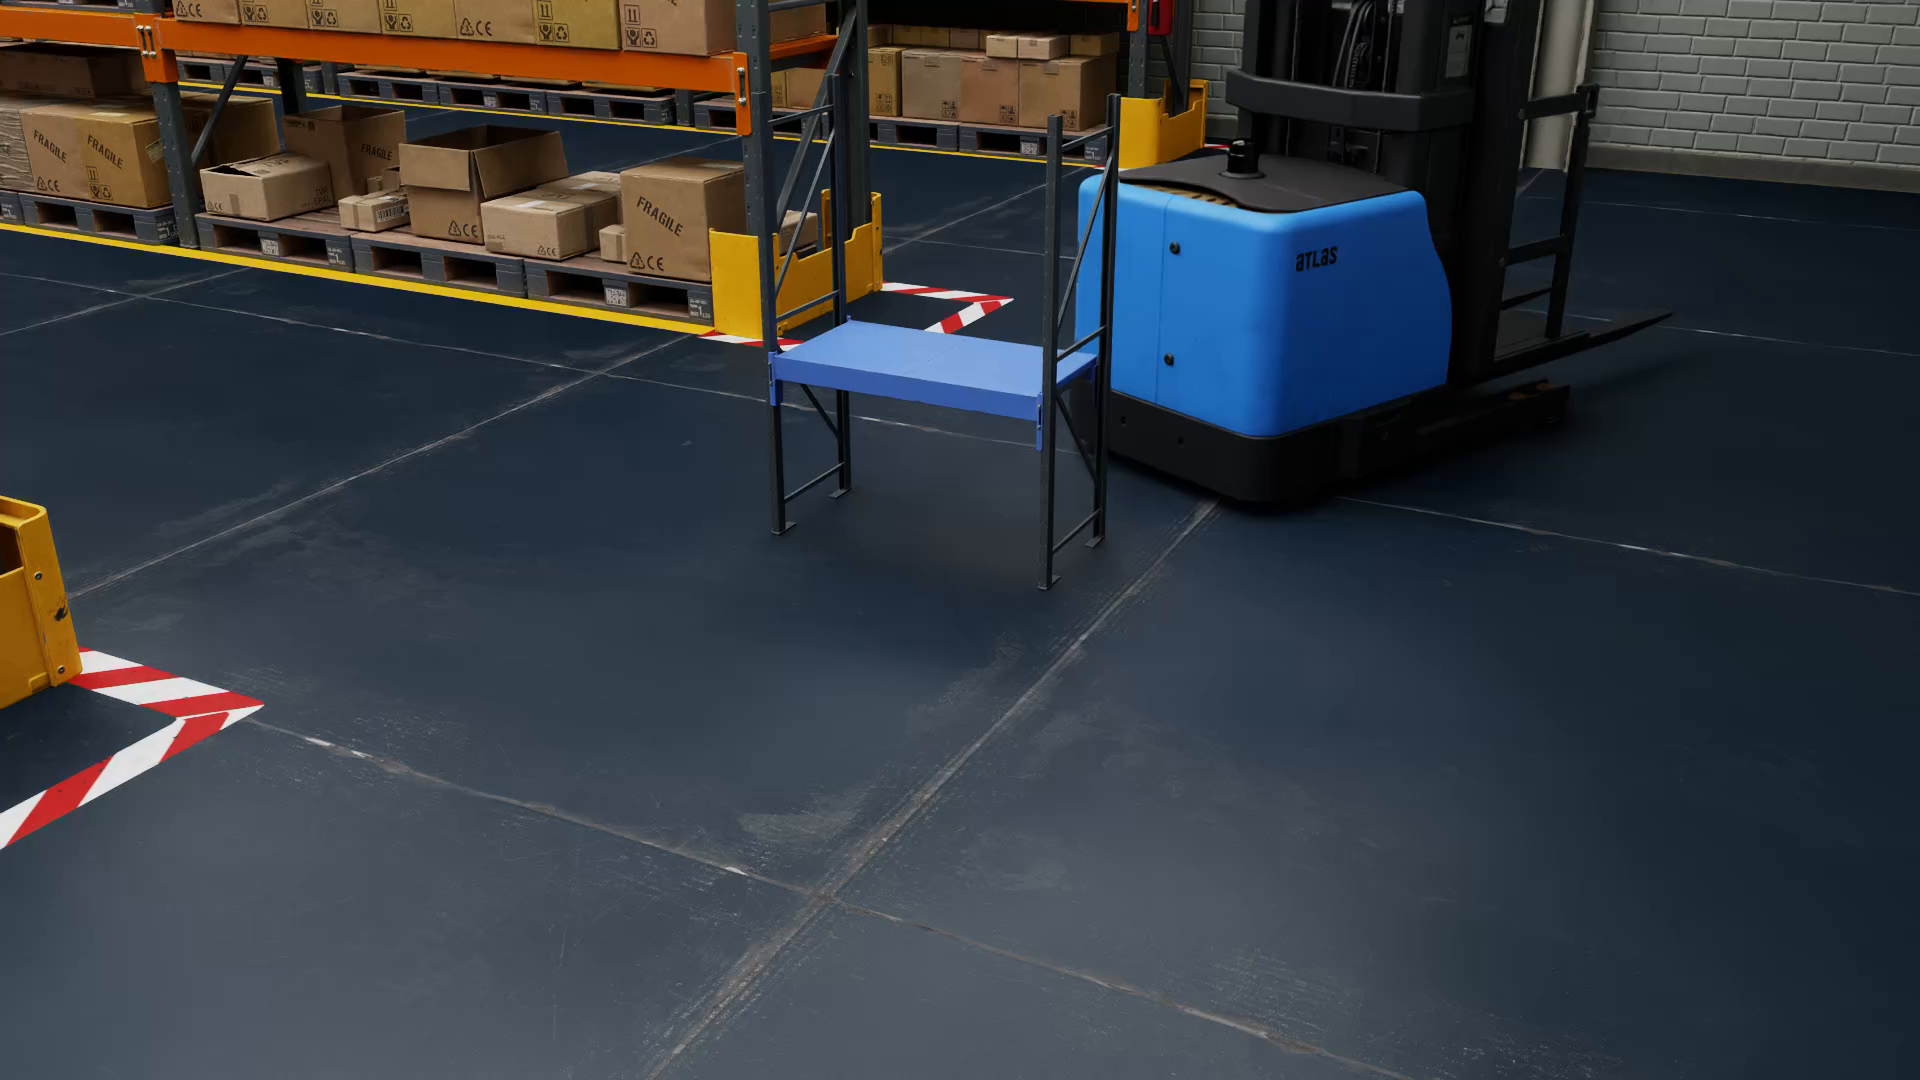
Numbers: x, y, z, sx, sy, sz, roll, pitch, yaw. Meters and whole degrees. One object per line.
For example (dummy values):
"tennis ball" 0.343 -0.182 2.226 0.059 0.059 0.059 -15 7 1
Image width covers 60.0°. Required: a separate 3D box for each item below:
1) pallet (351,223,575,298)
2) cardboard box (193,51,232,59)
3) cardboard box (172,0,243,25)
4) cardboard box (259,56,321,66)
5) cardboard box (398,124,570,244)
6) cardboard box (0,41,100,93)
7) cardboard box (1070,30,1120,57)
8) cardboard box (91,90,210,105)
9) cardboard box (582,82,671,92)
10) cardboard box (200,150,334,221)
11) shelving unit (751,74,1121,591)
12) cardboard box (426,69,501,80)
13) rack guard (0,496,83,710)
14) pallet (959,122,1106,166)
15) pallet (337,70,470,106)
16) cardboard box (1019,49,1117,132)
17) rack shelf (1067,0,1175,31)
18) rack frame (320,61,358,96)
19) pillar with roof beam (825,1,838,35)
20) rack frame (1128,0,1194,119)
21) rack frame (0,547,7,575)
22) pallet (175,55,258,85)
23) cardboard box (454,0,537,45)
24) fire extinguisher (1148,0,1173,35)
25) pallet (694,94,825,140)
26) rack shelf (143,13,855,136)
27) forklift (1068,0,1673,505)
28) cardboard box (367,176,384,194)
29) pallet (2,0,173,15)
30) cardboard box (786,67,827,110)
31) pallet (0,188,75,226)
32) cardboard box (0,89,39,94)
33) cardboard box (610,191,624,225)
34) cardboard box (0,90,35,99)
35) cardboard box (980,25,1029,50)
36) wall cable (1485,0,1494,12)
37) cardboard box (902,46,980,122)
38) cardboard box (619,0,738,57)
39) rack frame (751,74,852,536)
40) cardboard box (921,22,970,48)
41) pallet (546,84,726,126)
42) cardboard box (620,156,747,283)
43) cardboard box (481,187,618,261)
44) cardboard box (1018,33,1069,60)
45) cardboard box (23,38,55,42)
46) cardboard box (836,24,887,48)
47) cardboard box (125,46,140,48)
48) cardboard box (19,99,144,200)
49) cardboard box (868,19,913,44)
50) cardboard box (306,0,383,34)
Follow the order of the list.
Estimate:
"pallet" -2.606 -1.645 9.349 1.213 0.211 1.003 11 25 25
"cardboard box" -7.179 -5.072 16.477 0.500 0.500 0.700 11 25 24
"cardboard box" -3.980 -3.126 9.139 0.500 0.500 0.500 12 26 26
"cardboard box" -6.316 -4.863 15.984 0.500 0.500 0.700 12 26 25
"cardboard box" -2.633 -1.989 9.221 0.637 0.503 0.797 11 25 25
"cardboard box" -5.974 -3.098 10.875 0.500 0.250 0.500 11 25 24
"cardboard box" 1.022 -3.767 12.604 0.250 0.149 0.380 11 26 25
"cardboard box" -5.114 -2.578 10.611 0.500 0.500 0.500 12 26 25
"cardboard box" -2.719 -4.269 14.166 0.750 0.750 0.750 12 26 25
"cardboard box" -4.035 -2.080 9.682 0.500 0.311 0.500 11 25 25
"shelving unit" -0.076 -0.705 5.492 1.048 1.500 0.538 11 25 25
"cardboard box" -4.274 -4.573 14.881 0.750 0.750 0.750 11 25 24
"rack guard" -2.953 0.321 4.357 0.348 0.500 1.175 11 25 25
"pallet" 0.741 -3.120 12.817 1.213 0.211 1.003 11 25 25
"pallet" -4.980 -4.253 15.481 1.213 0.211 1.003 11 25 25
"cardboard box" 0.820 -3.421 12.619 0.500 0.500 0.700 11 25 25
"rack shelf" -0.295 -4.311 12.974 4.000 0.370 1.077 11 25 25
"rack frame" -5.649 -5.702 15.325 0.127 3.000 1.000 11 25 25
"pillar with roof beam" -3.007 -6.431 9.374 0.400 9.000 9.100 11 25 25
"rack frame" 1.490 -4.289 12.003 0.127 3.000 1.000 11 25 25
"rack frame" -2.980 -0.829 3.867 0.127 3.000 1.000 11 25 25
"pallet" -7.431 -4.773 16.704 1.213 0.211 1.003 11 25 25
"cardboard box" -2.172 -2.769 8.300 0.500 0.500 0.500 11 26 25
"fire extinguisher" 1.416 -3.894 11.650 0.183 0.674 0.296 11 25 25
"pallet" -1.436 -3.551 13.830 1.213 0.211 1.003 11 25 25
"rack shelf" -2.527 -2.581 8.905 4.000 0.370 1.077 11 25 25
"forklift" 1.896 -1.928 6.539 3.031 2.935 1.130 -17 29 -35
"cardboard box" -3.313 -2.109 9.956 0.250 0.149 0.380 11 25 25
"pallet" -4.975 -3.356 10.053 1.213 0.211 1.003 11 25 25
"cardboard box" -1.012 -3.781 13.465 0.500 0.500 0.700 11 25 24
"pallet" -6.147 -2.327 10.952 1.213 0.211 1.003 11 25 25
"cardboard box" -6.008 -2.758 11.035 0.500 0.500 0.500 10 25 23
"cardboard box" -1.545 -1.779 9.052 0.500 0.250 0.500 11 25 25
"cardboard box" -6.221 -2.572 10.597 0.500 0.500 0.500 10 25 23
"cardboard box" 0.346 -3.901 12.918 0.250 0.149 0.380 11 26 25
"wall cable" 3.059 -4.861 12.050 1.851 1.984 0.084 11 25 25
"cardboard box" -0.076 -3.598 13.035 0.500 0.500 0.700 10 25 23
"cardboard box" -1.264 -2.589 7.876 0.500 0.500 0.500 12 26 26
"rack frame" -0.530 -0.795 5.703 0.032 1.500 0.500 11 25 25
"cardboard box" -0.110 -3.990 13.129 0.250 0.149 0.380 11 26 25
"pallet" -2.802 -3.822 14.468 1.213 0.211 1.003 11 25 25
"cardboard box" -1.338 -1.621 8.360 0.500 0.500 0.500 11 25 25
"cardboard box" -2.173 -1.684 8.828 0.500 0.250 0.500 11 25 25
"cardboard box" 0.623 -3.678 12.395 0.250 0.149 0.380 11 25 24
"cardboard box" -9.710 -5.391 17.652 0.250 0.166 0.380 8 24 18
"cardboard box" -0.770 -3.953 13.041 0.250 0.149 0.380 10 25 23
"cardboard box" -8.071 -5.263 16.924 0.500 0.500 0.700 11 25 24
"cardboard box" -5.319 -2.394 10.179 0.500 0.500 0.500 11 26 25
"cardboard box" -0.567 -4.081 13.341 0.250 0.149 0.380 11 26 25
"cardboard box" -3.076 -2.947 8.720 0.500 0.500 0.500 11 25 24
